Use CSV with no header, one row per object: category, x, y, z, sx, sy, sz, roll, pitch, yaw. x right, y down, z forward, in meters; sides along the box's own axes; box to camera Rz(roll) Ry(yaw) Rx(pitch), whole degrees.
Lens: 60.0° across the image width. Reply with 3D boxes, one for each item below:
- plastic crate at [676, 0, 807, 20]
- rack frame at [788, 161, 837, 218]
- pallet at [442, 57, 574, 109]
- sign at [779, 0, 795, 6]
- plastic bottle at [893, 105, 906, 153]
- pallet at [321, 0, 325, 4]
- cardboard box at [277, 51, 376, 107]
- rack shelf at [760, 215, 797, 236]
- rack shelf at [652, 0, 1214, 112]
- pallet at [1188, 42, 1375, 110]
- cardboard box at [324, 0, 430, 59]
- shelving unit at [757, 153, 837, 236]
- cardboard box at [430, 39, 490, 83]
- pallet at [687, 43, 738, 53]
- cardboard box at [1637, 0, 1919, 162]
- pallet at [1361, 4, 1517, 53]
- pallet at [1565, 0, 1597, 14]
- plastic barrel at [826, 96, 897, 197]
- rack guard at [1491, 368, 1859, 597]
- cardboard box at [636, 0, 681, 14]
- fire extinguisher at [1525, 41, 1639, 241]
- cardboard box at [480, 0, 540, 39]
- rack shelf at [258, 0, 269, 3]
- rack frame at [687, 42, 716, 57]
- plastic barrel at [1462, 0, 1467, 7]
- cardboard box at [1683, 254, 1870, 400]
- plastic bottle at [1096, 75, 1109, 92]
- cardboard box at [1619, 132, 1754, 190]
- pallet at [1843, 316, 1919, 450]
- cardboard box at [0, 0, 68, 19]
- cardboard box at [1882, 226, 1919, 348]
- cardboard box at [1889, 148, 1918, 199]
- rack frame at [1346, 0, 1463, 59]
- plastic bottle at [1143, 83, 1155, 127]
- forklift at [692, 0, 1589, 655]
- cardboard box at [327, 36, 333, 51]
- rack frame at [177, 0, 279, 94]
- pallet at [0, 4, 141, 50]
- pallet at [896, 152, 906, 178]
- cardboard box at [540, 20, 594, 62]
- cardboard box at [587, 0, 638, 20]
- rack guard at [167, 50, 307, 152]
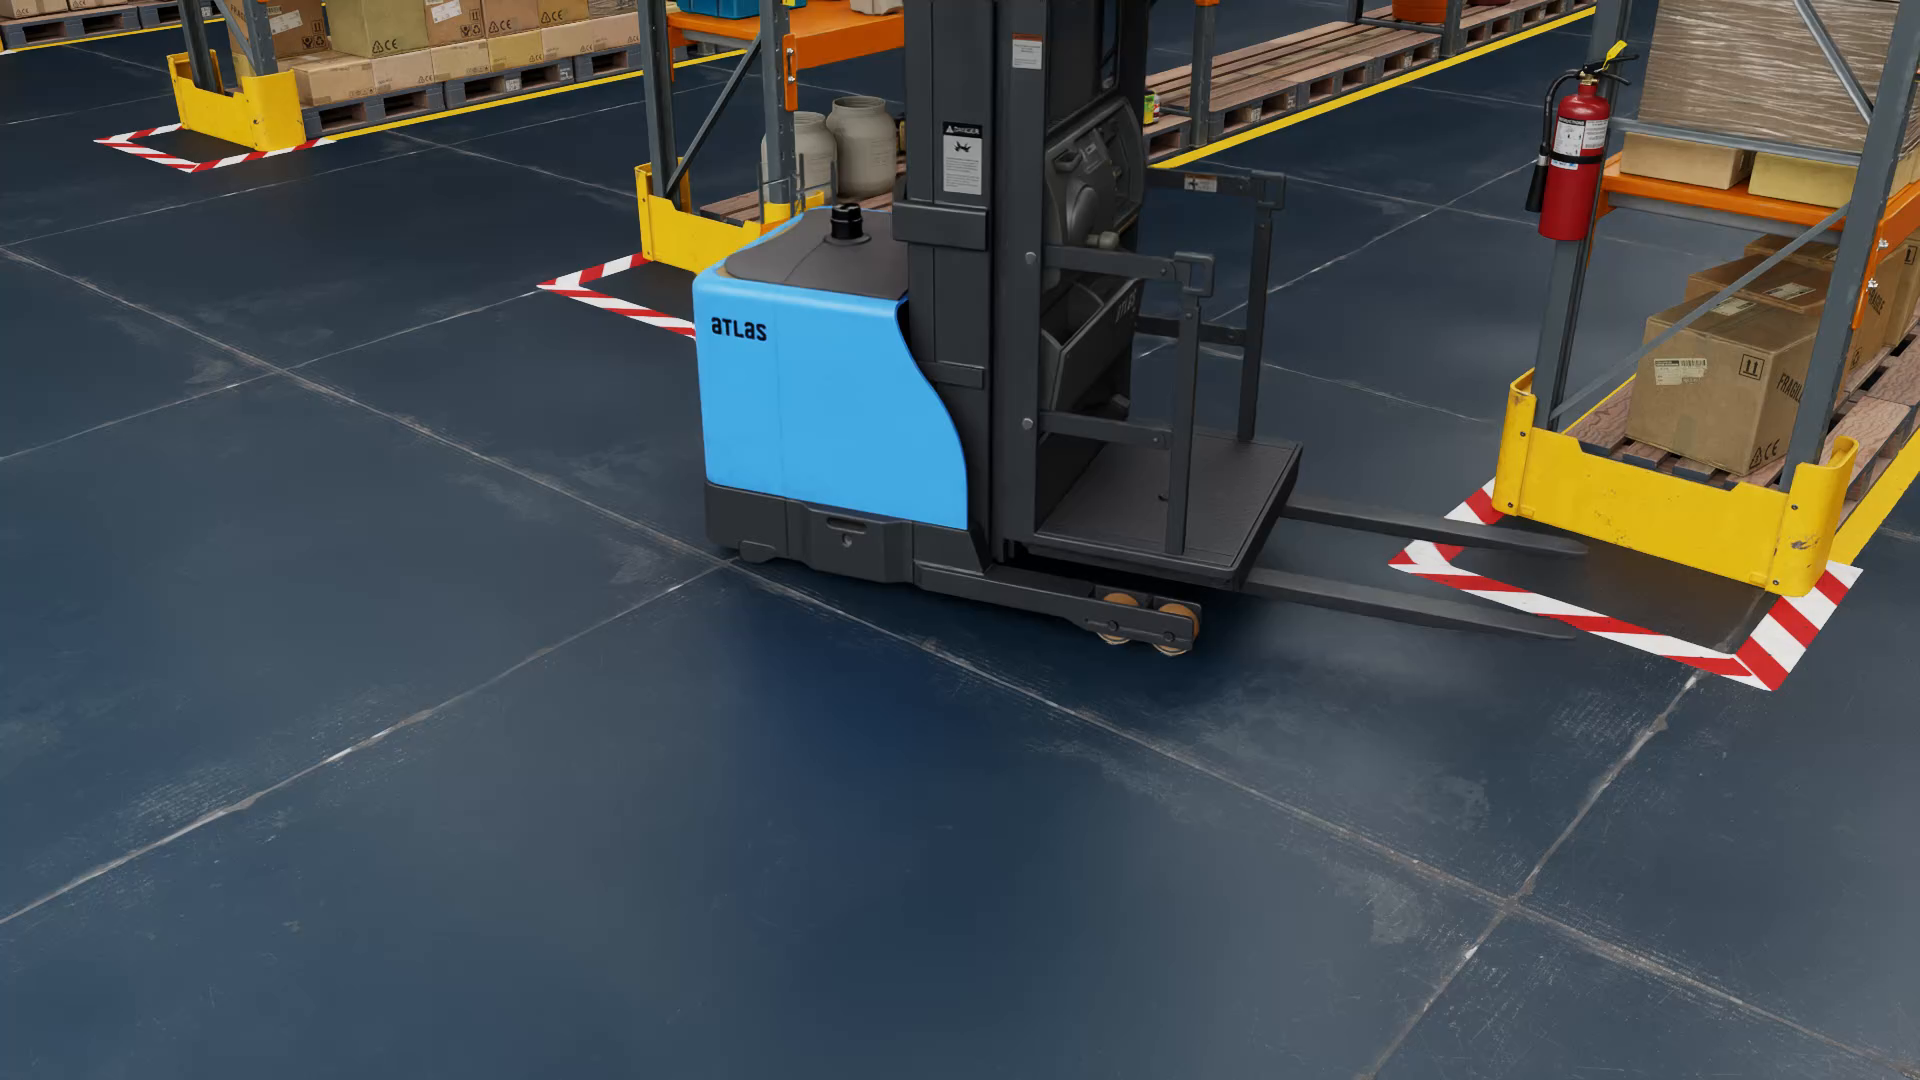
plastic crate,-1.169,-2.970,8.887,0.499,0.251,0.616,21,34,34
rack frame,-0.570,-0.908,6.698,0.006,1.200,0.240,23,35,37
pallet,-3.846,-3.695,13.163,1.003,0.211,1.213,21,34,34
sign,-0.835,-2.731,7.964,0.100,0.325,0.005,21,34,34
plastic bottle,-0.367,-2.586,10.461,0.061,0.283,0.133,22,34,36
pallet,-6.757,-5.597,16.840,1.003,0.211,1.213,21,34,34
cardboard box,-4.564,-3.310,11.919,0.500,0.250,0.500,21,34,34
rack shelf,-0.638,-1.217,6.609,0.180,0.103,0.258,23,35,37
rack shelf,0.015,-3.160,9.877,1.077,0.370,4.000,21,34,34
pallet,2.533,-3.675,13.123,1.003,0.211,1.213,21,34,34
cardboard box,-4.247,-3.821,12.091,0.500,0.500,0.500,21,34,34
shelving unit,-0.637,-0.936,6.753,0.189,1.200,0.258,23,35,37
cardboard box,-3.930,-3.666,12.606,0.500,0.250,0.500,21,34,34
pallet,-2.094,-4.672,15.051,1.003,0.211,1.213,21,34,34
cardboard box,2.936,-1.687,5.813,0.875,0.500,0.500,21,34,34
pallet,4.301,-4.660,15.029,1.003,0.211,1.213,21,34,34
pallet,5.853,-5.525,16.701,1.003,0.211,1.213,21,34,34
plastic barrel,-0.578,-2.286,9.654,0.421,0.512,0.421,0,27,0
rack guard,2.613,-0.240,6.169,1.175,0.500,0.348,21,34,34
cardboard box,-2.659,-4.375,13.978,0.500,0.250,0.500,21,34,34
fire extinguisher,2.137,-1.383,5.743,0.296,0.674,0.183,21,34,34
cardboard box,-3.608,-4.174,12.773,0.500,0.500,0.500,21,34,34
rack shelf,-3.804,-4.609,12.678,1.077,0.370,4.000,21,34,34
rack frame,-2.532,-5.638,13.884,1.000,3.000,0.127,21,34,34
plastic barrel,4.420,-5.093,15.082,0.421,0.512,0.421,0,27,0
cardboard box,3.329,-0.838,6.868,0.500,0.500,0.500,-18,32,-31
plastic bottle,0.989,-2.937,11.067,0.144,0.351,0.185,21,34,34
cardboard box,2.587,-1.373,5.913,0.380,0.149,0.250,21,34,34
pallet,3.934,-0.820,7.605,1.003,0.211,1.213,21,34,34
cardboard box,-8.392,-4.886,14.878,0.500,0.311,0.500,17,32,29
cardboard box,4.131,-1.239,7.644,0.500,0.500,0.500,17,32,30
cardboard box,3.104,-1.326,5.822,0.380,0.149,0.250,21,34,34
rack frame,3.832,-5.607,13.824,1.000,3.000,0.127,21,34,34
plastic bottle,1.236,-2.911,11.090,0.061,0.283,0.133,23,35,37
forklift,0.634,-1.198,5.376,3.031,2.935,1.130,10,29,19
cardboard box,-4.655,-3.642,12.561,0.500,0.250,0.500,21,34,34
rack frame,-5.077,-4.220,11.142,1.000,3.000,0.127,21,34,34
pallet,-8.309,-4.732,15.168,1.003,0.211,1.213,21,34,34
pallet,0.052,-2.290,10.447,1.003,0.211,1.213,21,34,34
cardboard box,-3.291,-4.019,13.289,0.500,0.250,0.500,21,34,34
cardboard box,-2.986,-4.534,13.469,0.500,0.500,0.500,21,34,34
rack guard,-5.092,-3.101,11.700,1.175,0.500,0.348,21,34,34
